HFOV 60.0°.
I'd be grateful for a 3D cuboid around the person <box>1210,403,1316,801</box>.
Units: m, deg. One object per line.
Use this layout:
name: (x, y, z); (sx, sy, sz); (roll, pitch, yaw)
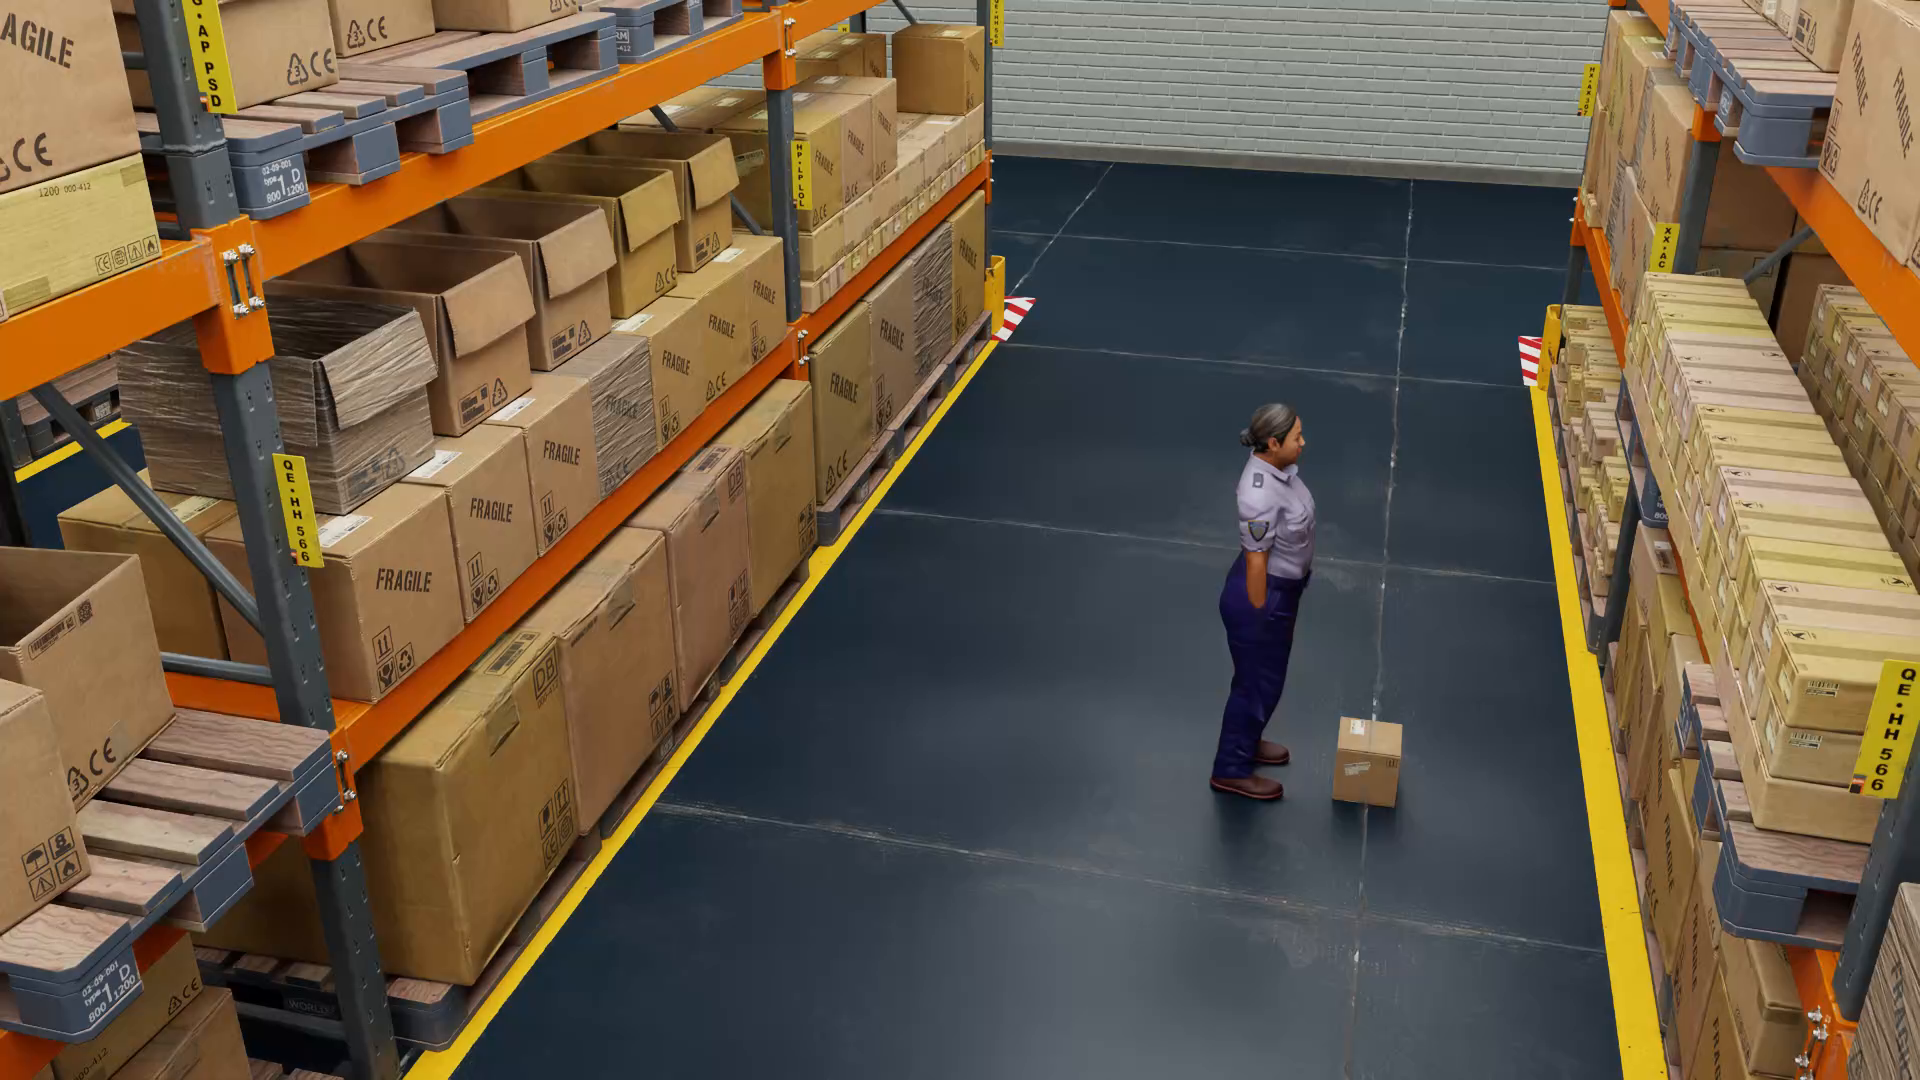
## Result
person: (1.225, 0.229, 6.654); (0.342, 1.645, 0.468); (7, 26, 14)
